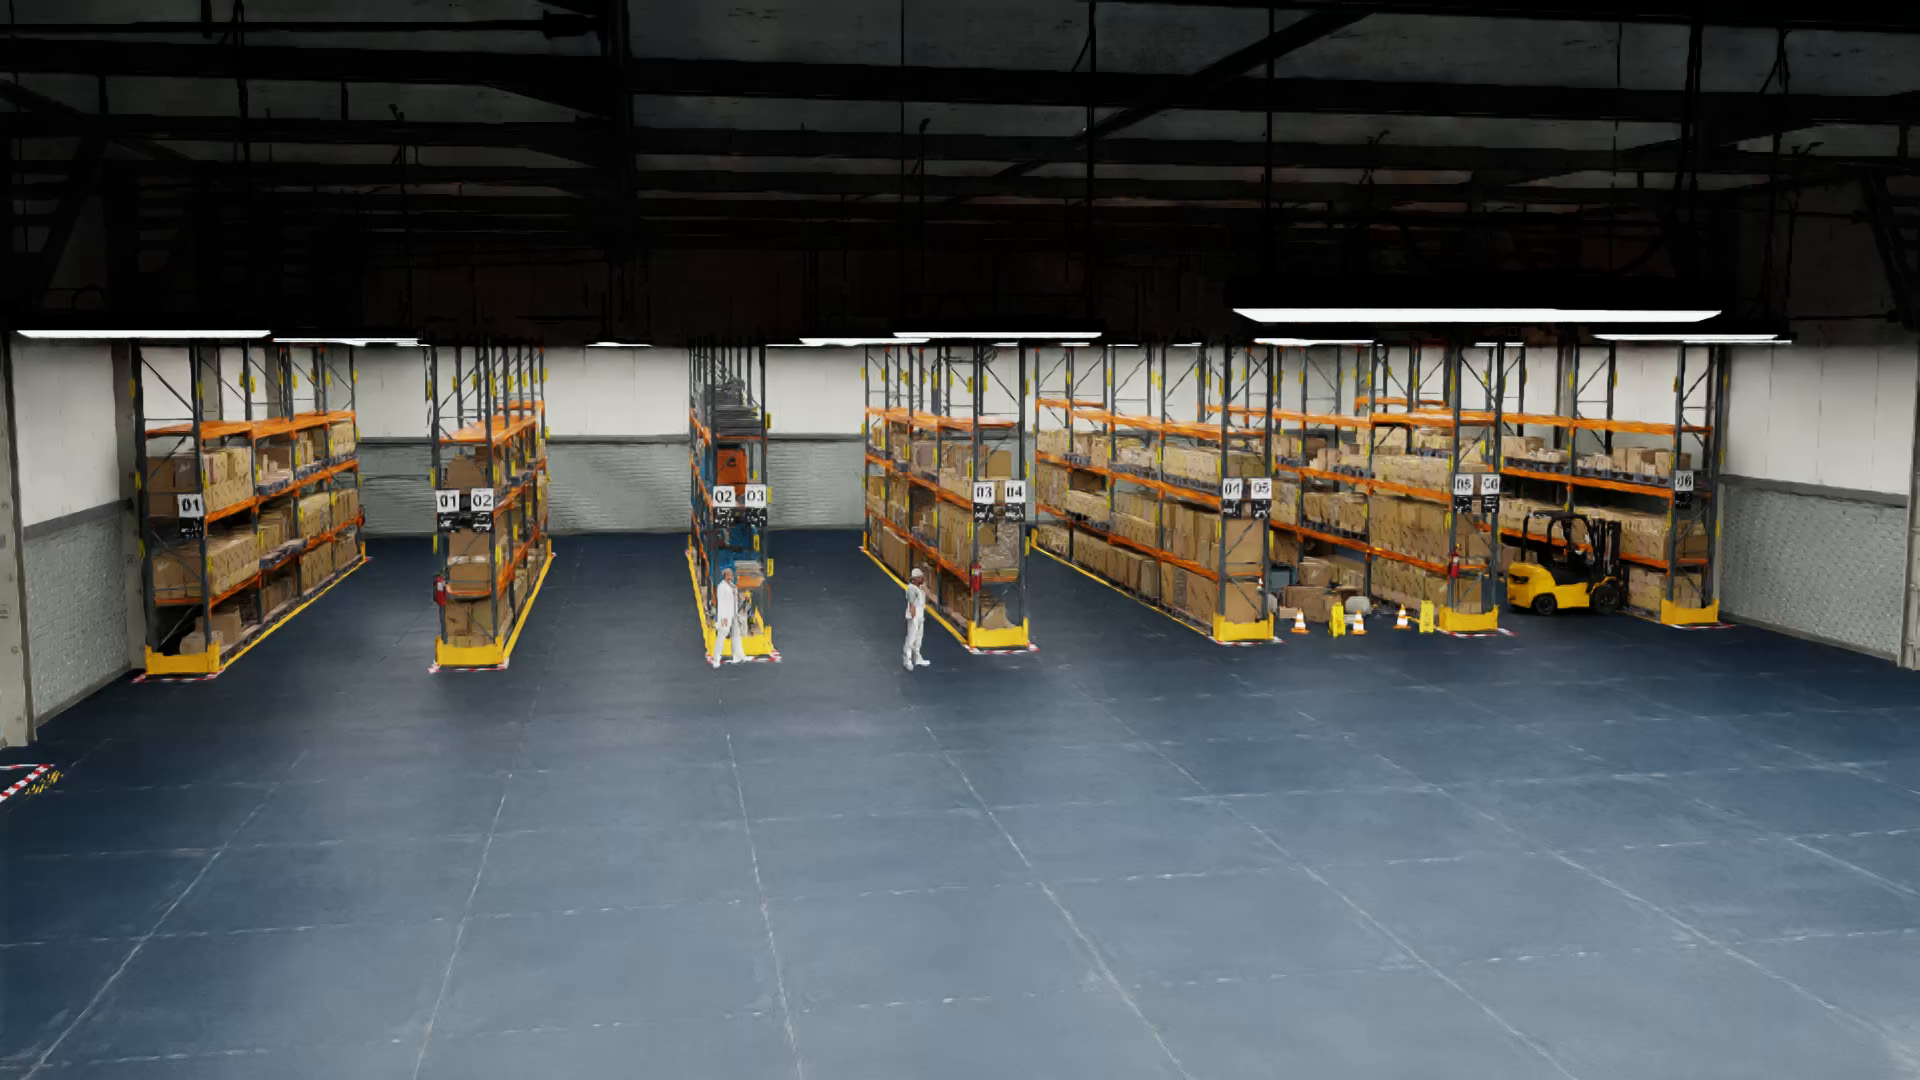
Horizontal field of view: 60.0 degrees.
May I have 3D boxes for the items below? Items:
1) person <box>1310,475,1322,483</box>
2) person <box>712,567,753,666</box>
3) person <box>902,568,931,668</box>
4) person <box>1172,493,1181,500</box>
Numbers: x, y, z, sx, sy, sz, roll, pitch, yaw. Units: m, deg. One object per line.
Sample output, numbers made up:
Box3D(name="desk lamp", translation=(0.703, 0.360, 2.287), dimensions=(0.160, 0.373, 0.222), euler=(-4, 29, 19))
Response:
Box3D(name="person", translation=(11.495, -1.298, 53.776), dimensions=(0.579, 1.742, 0.603), euler=(5, 8, 37))
Box3D(name="person", translation=(-4.189, 1.372, 30.192), dimensions=(0.575, 1.771, 0.761), euler=(3, 7, 22))
Box3D(name="person", translation=(-0.797, 1.394, 29.977), dimensions=(0.442, 1.780, 0.647), euler=(1, 7, 11))
Box3D(name="person", translation=(6.141, -0.604, 47.500), dimensions=(0.580, 1.791, 0.719), euler=(-1, 7, -6))
